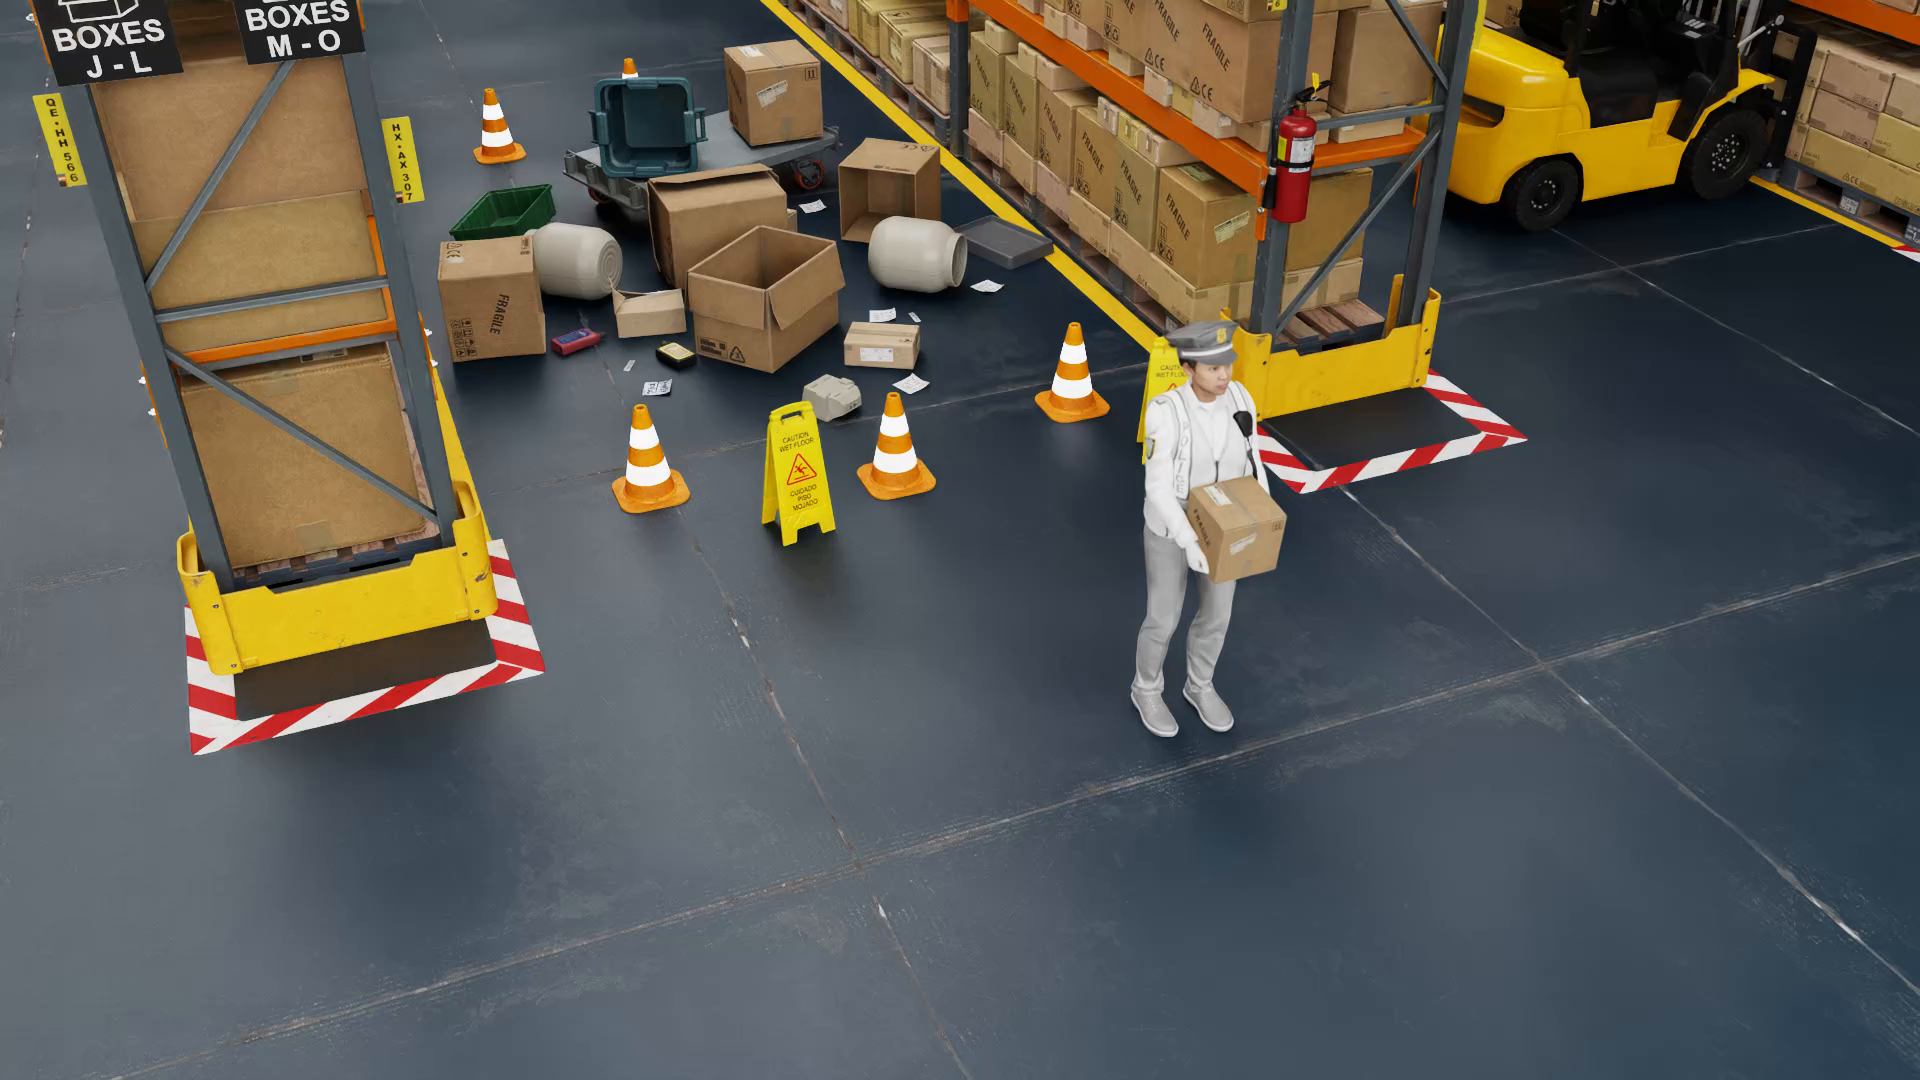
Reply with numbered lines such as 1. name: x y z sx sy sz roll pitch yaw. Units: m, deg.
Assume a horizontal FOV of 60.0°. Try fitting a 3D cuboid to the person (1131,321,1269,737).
1. person: 0.895 -0.003 6.126 0.460 1.690 0.536 -13 36 -18
